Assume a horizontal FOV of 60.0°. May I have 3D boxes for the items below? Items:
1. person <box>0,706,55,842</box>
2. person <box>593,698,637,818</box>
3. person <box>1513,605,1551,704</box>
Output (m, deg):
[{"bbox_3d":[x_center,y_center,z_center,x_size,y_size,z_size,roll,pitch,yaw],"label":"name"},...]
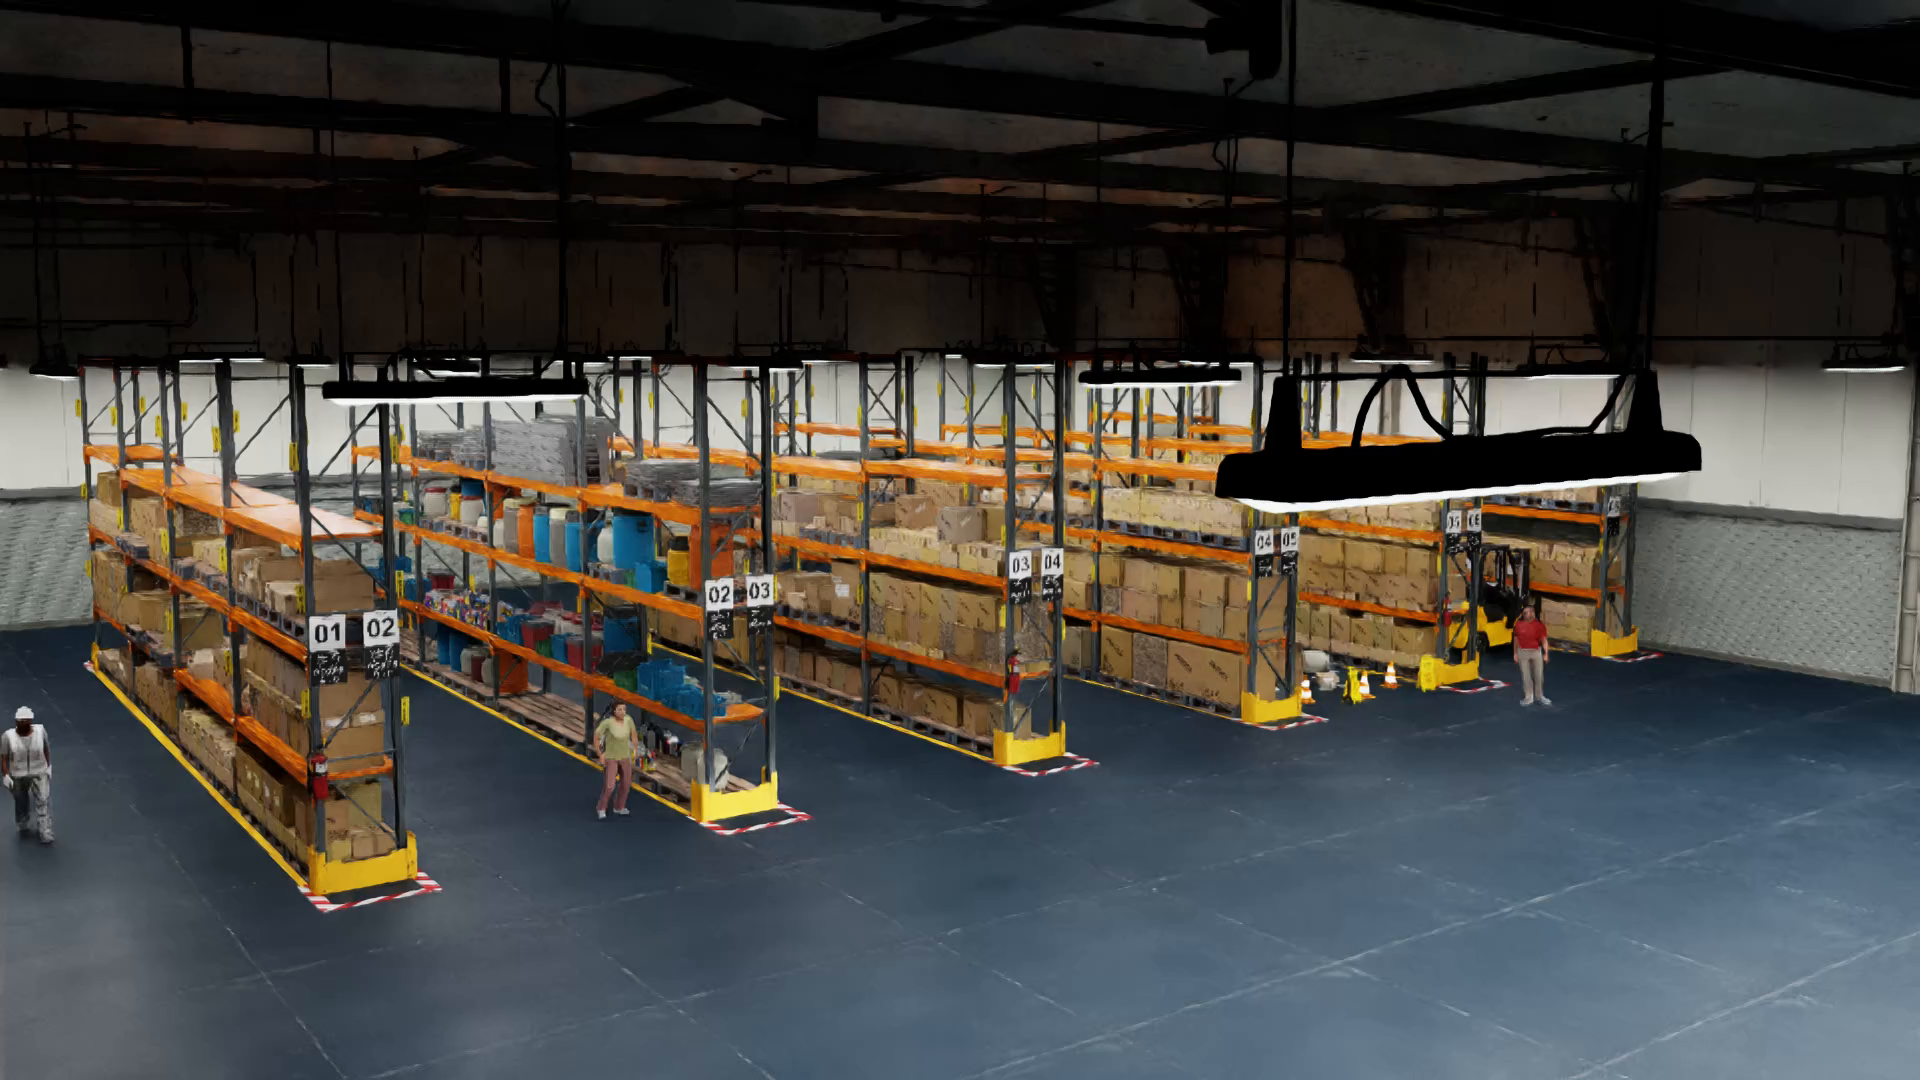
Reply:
[{"bbox_3d":[-11.776,2.933,20.994,0.566,1.706,1.122,-4,8,-32],"label":"person"},{"bbox_3d":[-4.552,2.875,22.003,0.598,1.619,0.507,-5,9,-36],"label":"person"},{"bbox_3d":[9.907,2.029,28.777,0.654,1.630,0.448,4,8,28],"label":"person"}]
